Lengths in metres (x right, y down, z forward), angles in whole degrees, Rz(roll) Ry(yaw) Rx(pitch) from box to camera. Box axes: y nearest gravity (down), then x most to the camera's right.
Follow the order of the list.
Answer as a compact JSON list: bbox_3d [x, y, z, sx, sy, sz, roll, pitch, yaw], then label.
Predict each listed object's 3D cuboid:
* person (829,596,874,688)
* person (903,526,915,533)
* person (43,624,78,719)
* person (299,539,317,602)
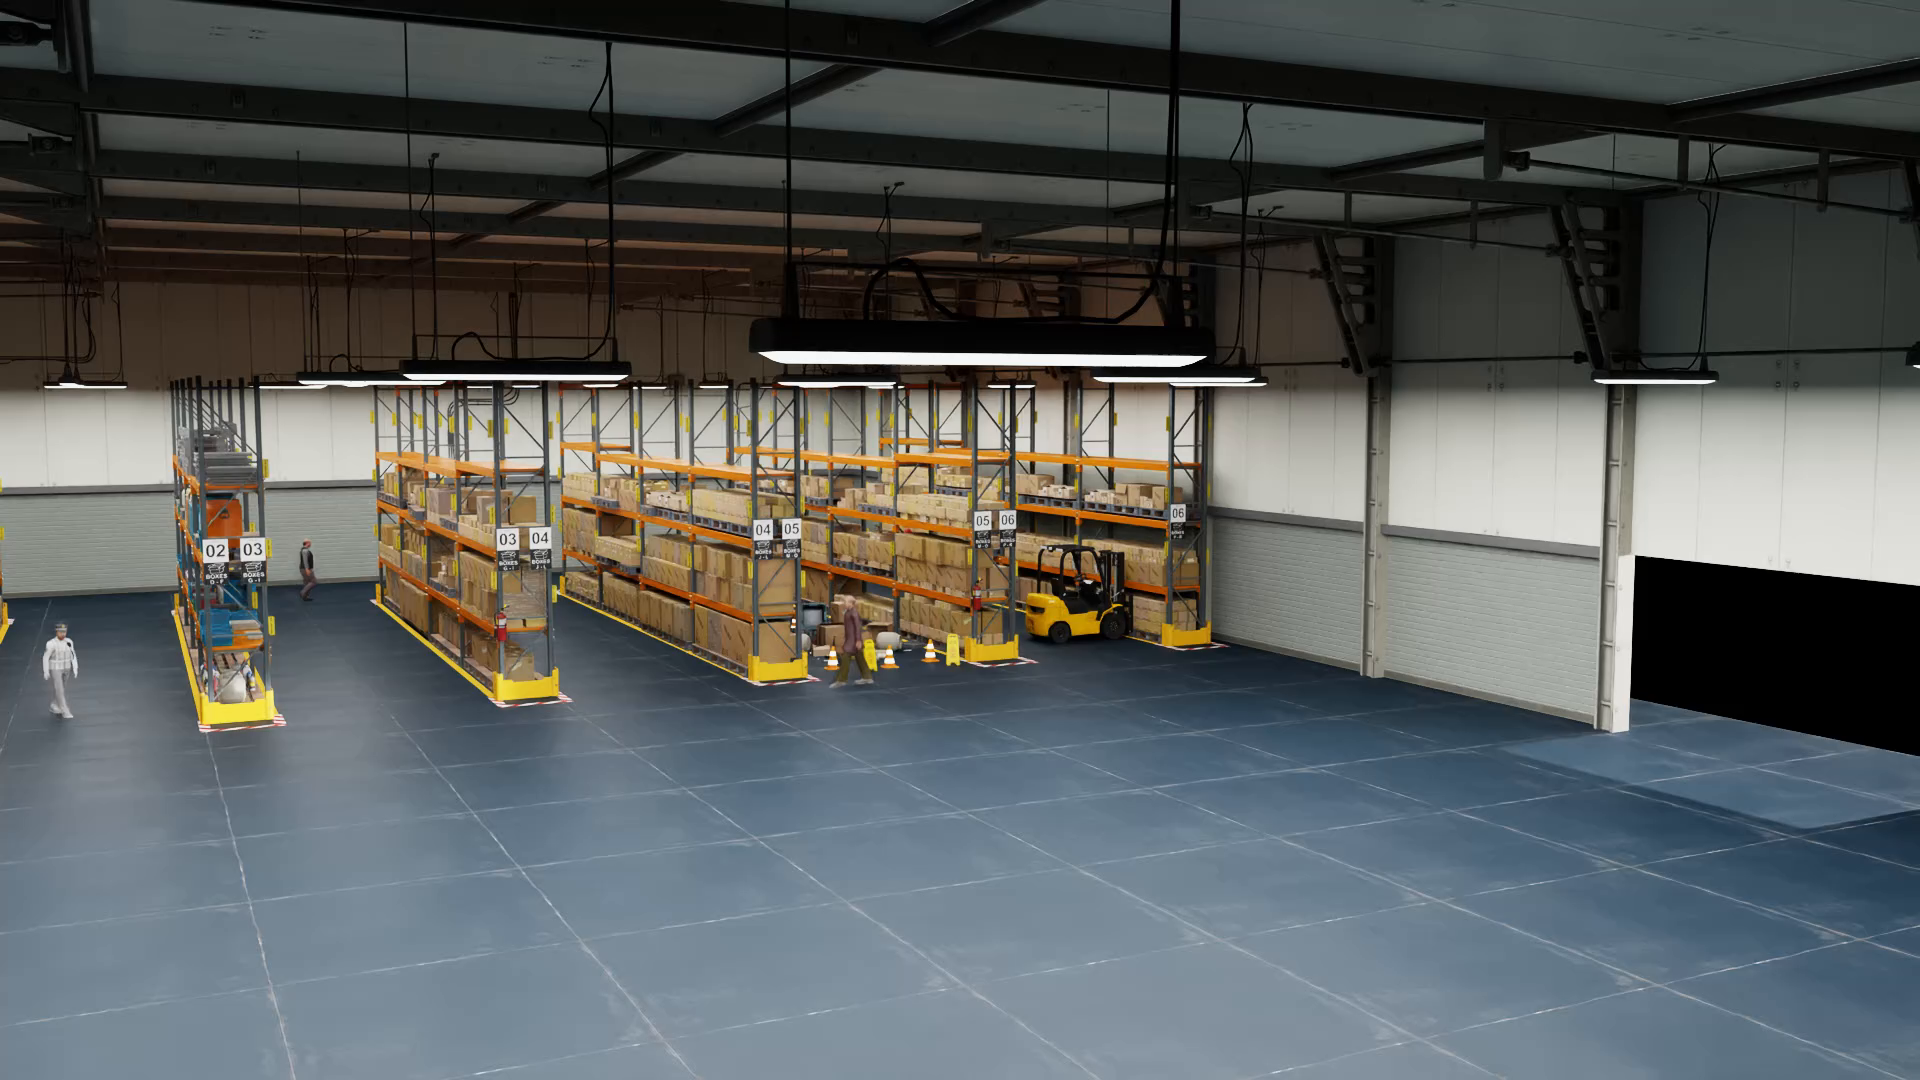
[{"bbox_3d":[-2.121,1.963,32.362,0.885,1.764,0.607,0,5,-5],"label":"person"},{"bbox_3d":[-1.480,0.384,47.246,0.580,1.783,0.459,-5,7,-42],"label":"person"},{"bbox_3d":[-15.818,2.284,29.293,0.952,1.619,0.509,3,6,26],"label":"person"},{"bbox_3d":[-17.813,0.819,45.302,0.461,1.719,0.568,-3,6,-31],"label":"person"}]
